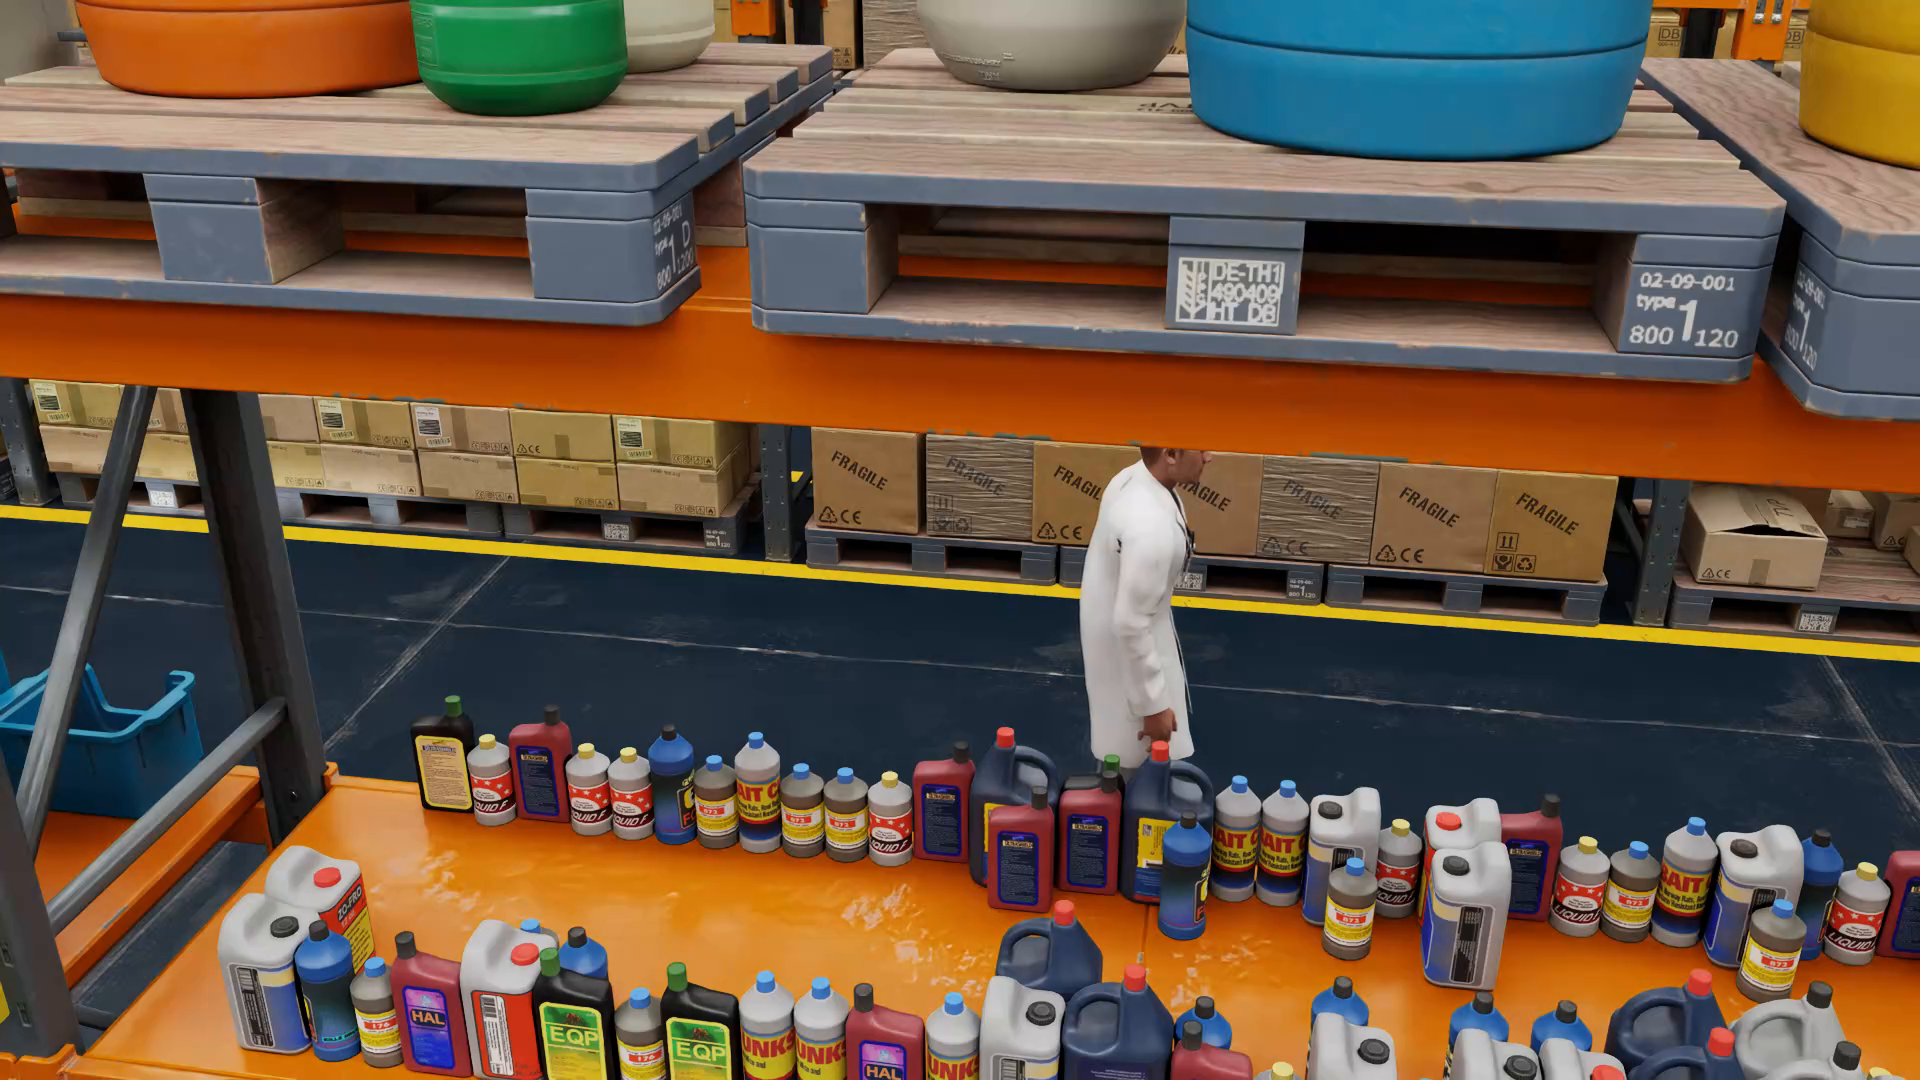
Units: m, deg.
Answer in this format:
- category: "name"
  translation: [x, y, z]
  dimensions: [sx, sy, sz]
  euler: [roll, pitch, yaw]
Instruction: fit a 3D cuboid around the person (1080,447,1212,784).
- category: "person"
  translation: [0.583, 0.408, 5.232]
  dimensions: [0.426, 1.773, 0.652]
  euler: [3, 25, 6]
